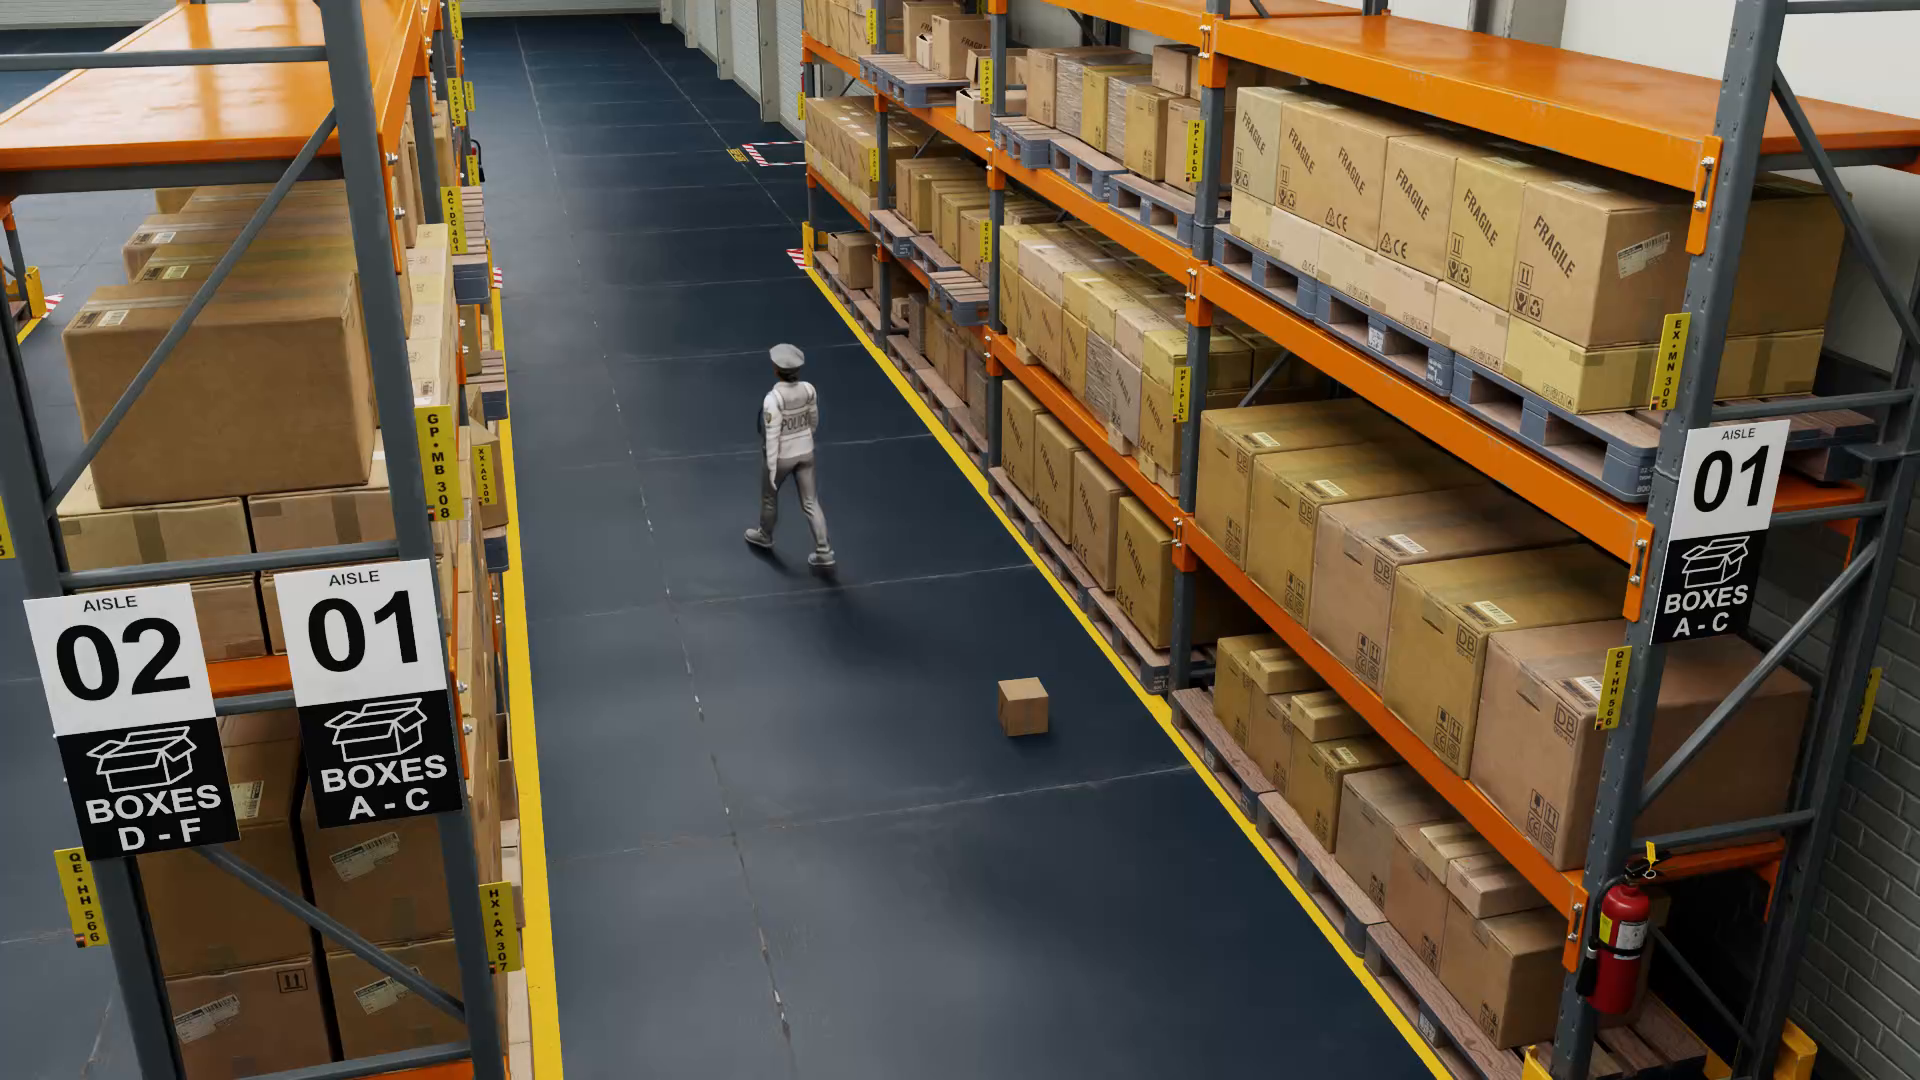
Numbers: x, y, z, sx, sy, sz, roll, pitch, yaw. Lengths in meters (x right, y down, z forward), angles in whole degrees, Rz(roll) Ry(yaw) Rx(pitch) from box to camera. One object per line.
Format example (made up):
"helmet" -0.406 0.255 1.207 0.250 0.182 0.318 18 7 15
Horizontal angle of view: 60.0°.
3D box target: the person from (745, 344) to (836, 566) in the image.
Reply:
"person" -1.247 -0.643 12.102 0.511 1.636 0.996 -16 28 -32
